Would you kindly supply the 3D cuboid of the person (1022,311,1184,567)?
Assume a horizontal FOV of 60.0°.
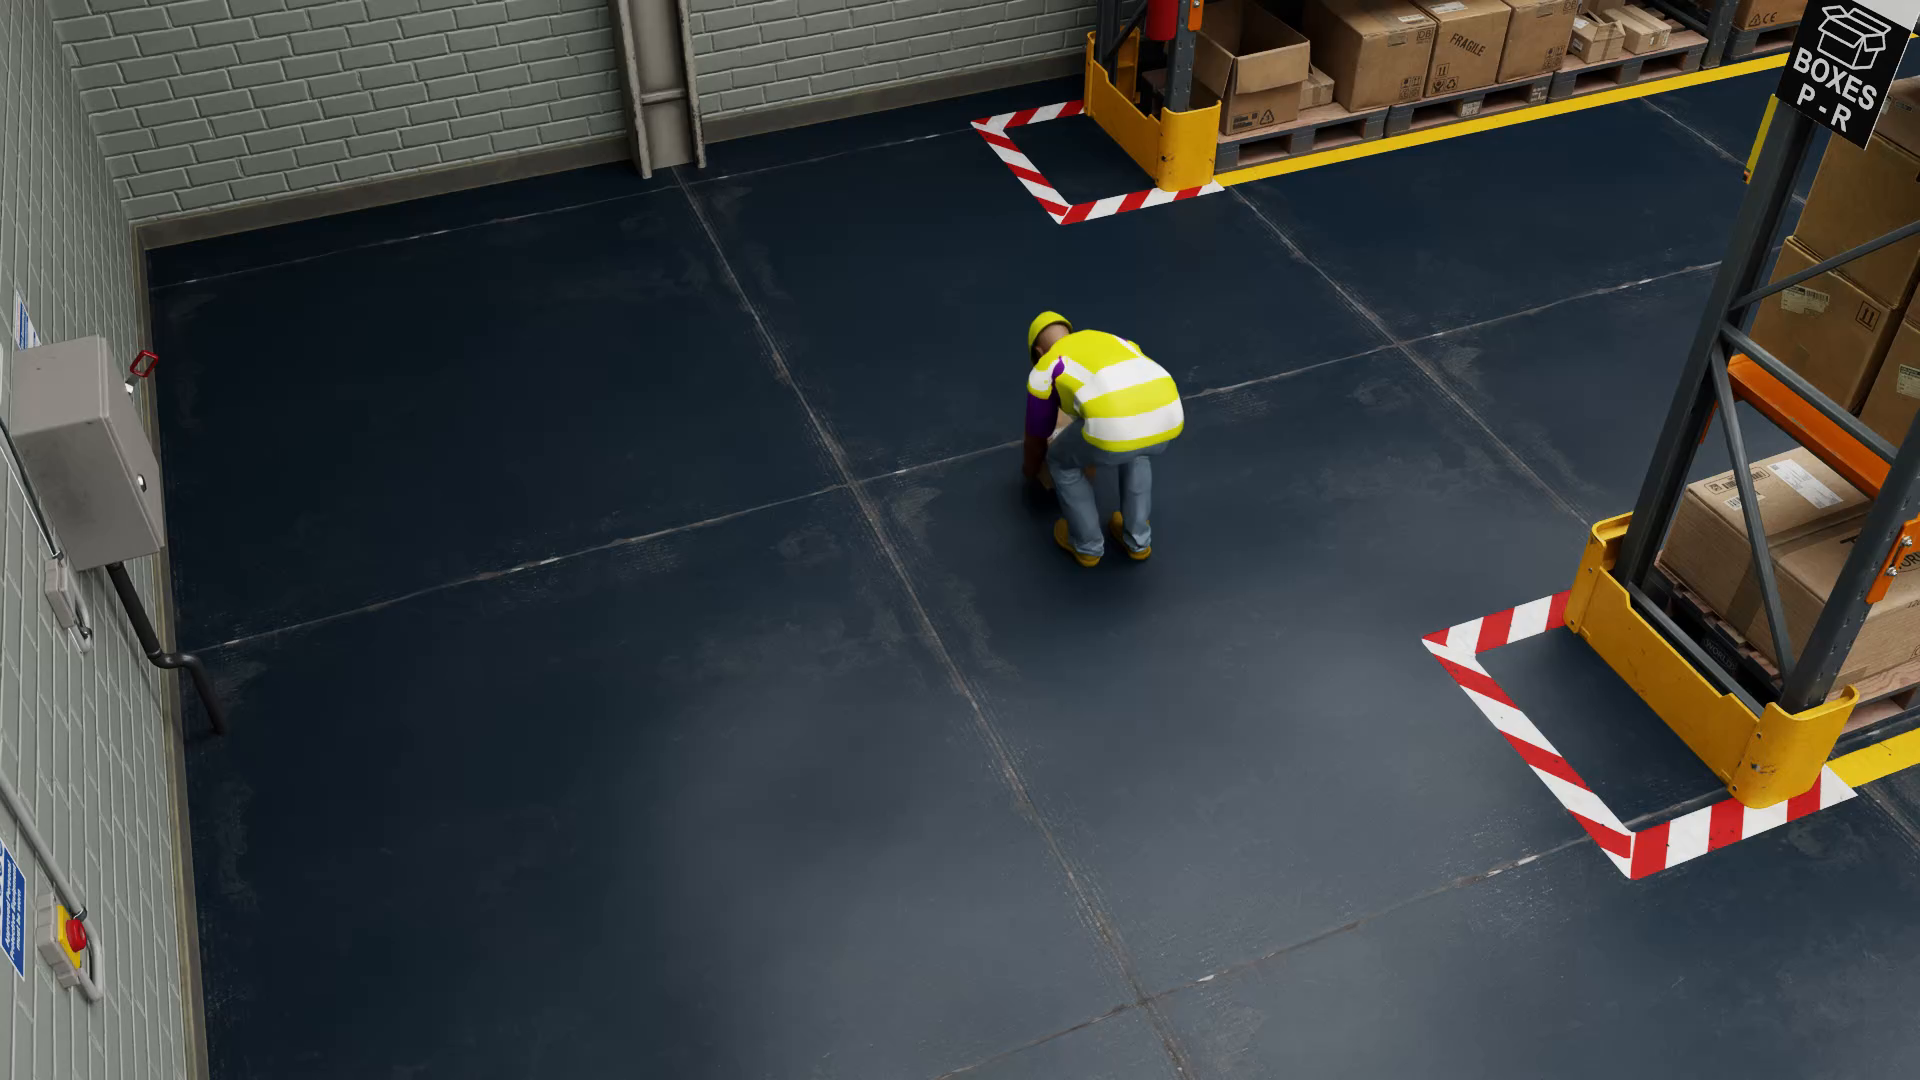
[{"bbox_3d":[0.556,-0.460,7.221,0.497,1.019,0.976,-17,44,-19],"label":"person"}]
